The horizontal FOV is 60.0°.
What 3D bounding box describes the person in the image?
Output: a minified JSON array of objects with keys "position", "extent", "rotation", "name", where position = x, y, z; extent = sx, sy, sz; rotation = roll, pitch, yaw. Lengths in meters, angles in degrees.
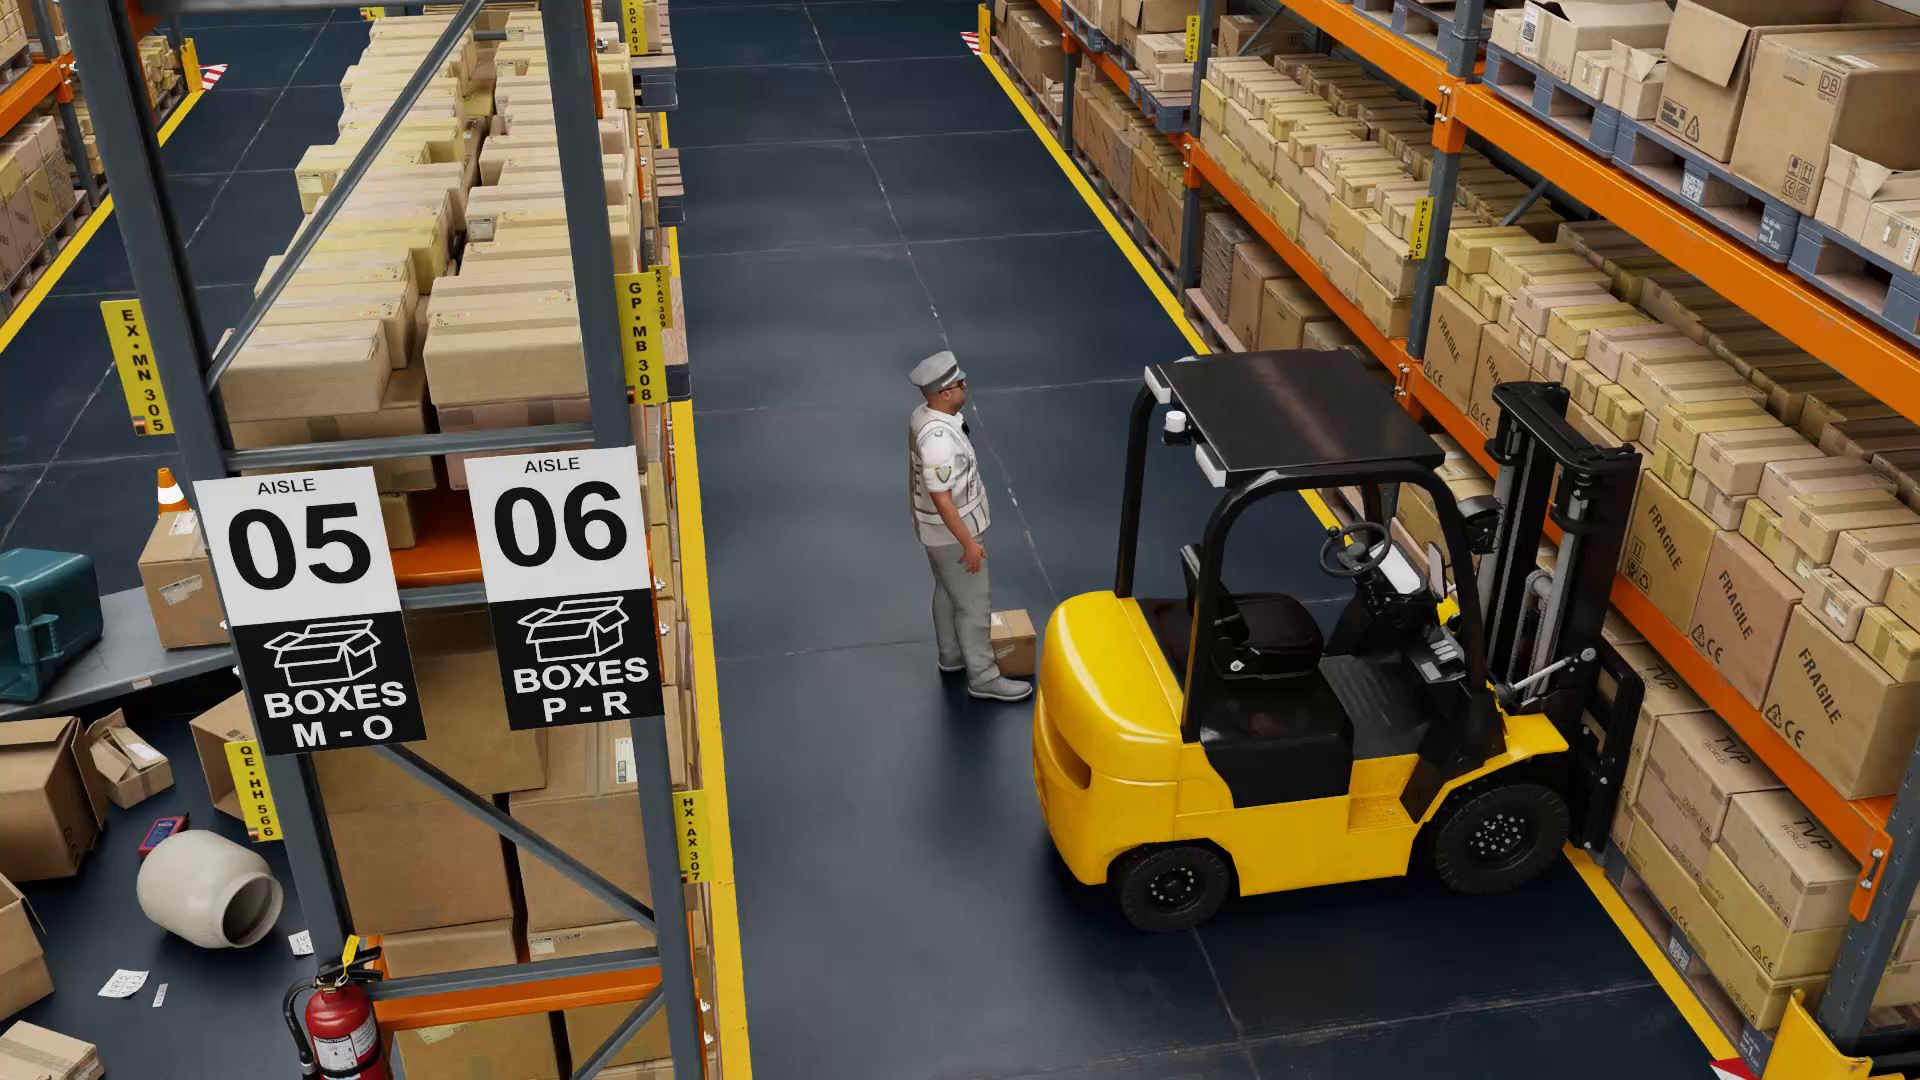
[{"position":[0.041,-0.088,8.233],"extent":[0.574,1.780,0.640],"rotation":[-5,31,-9],"name":"person"}]
